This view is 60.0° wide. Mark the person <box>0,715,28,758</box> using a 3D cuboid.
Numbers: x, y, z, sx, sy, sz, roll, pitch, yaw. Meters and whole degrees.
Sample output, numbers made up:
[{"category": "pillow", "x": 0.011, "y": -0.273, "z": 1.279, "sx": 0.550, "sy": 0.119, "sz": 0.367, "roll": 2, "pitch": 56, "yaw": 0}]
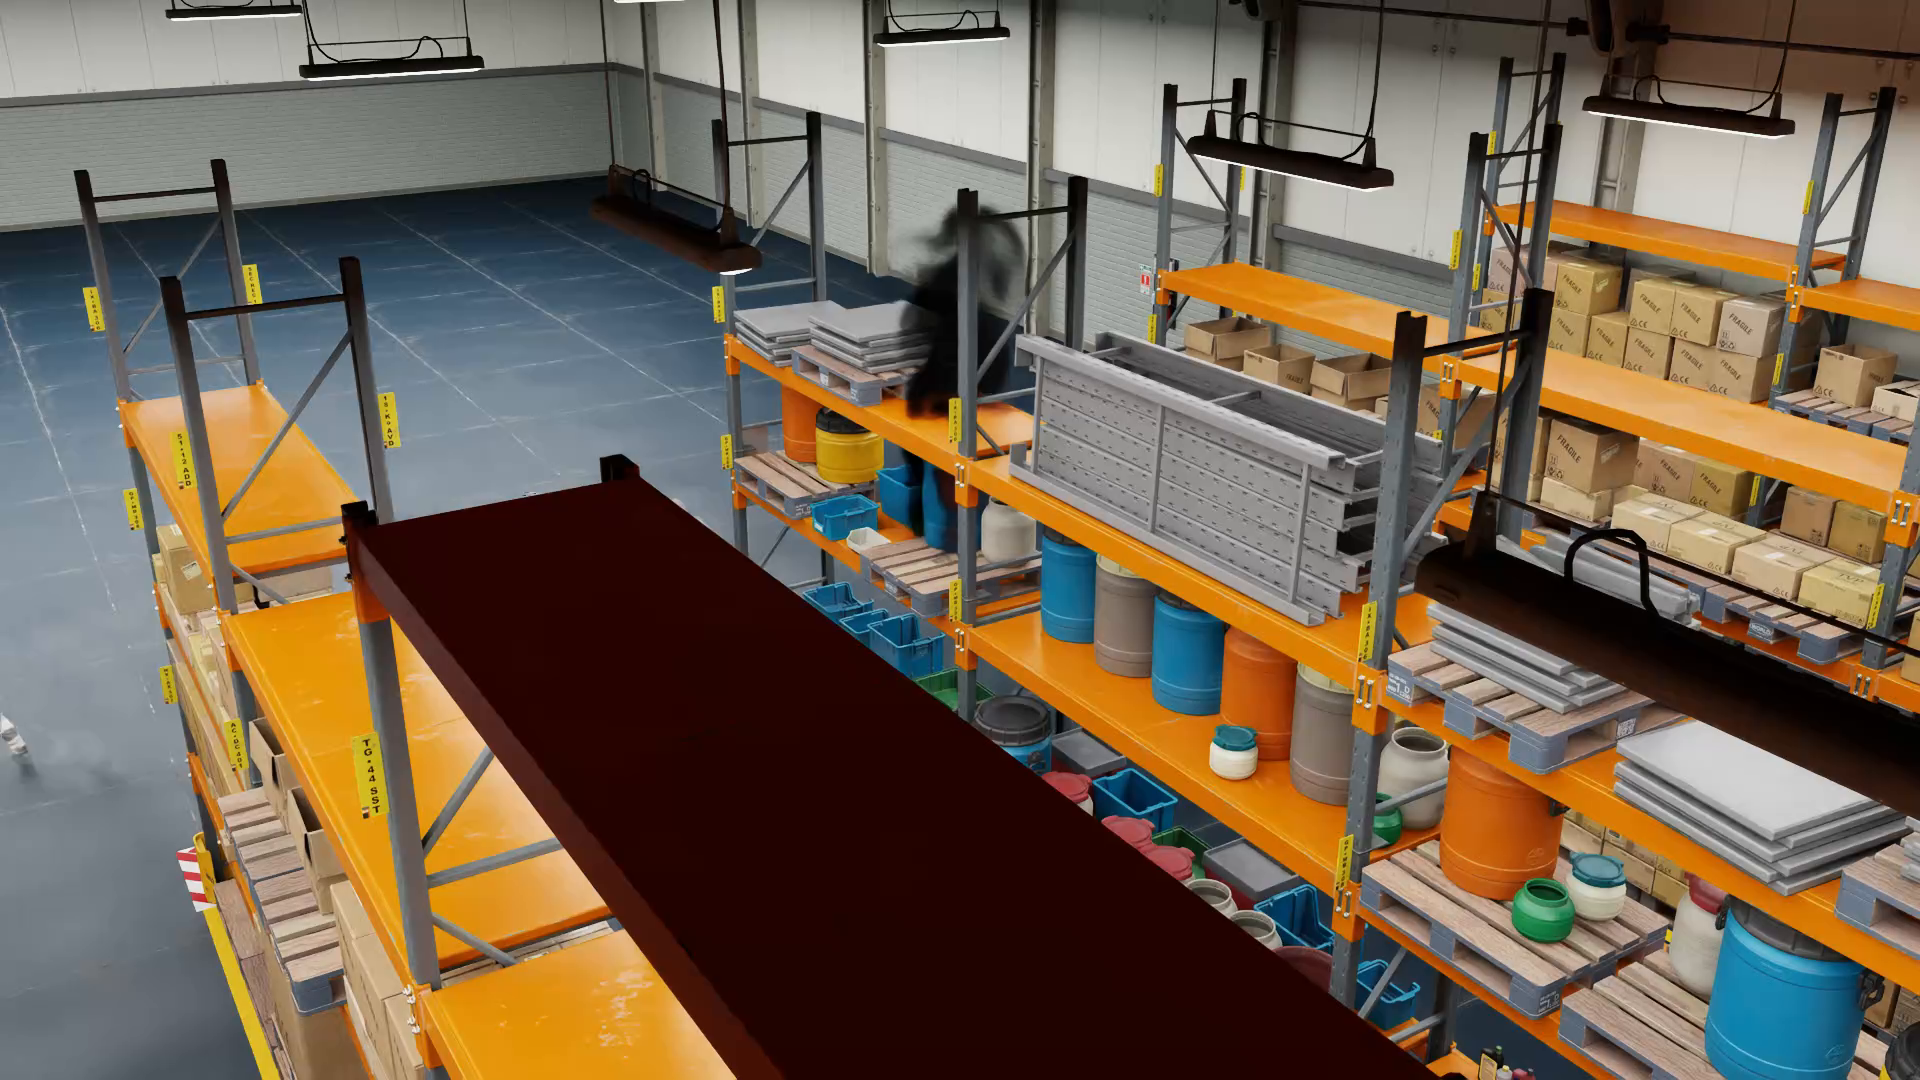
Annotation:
[{"category": "person", "x": -9.436, "y": 1.394, "z": 15.719, "sx": 1.037, "sy": 1.731, "sz": 0.705, "roll": 4, "pitch": 22, "yaw": 10}]

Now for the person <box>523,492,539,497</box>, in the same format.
[{"category": "person", "x": -4.348, "y": 0.309, "z": 18.443, "sx": 1.033, "sy": 1.731, "sz": 0.701, "roll": 3, "pitch": 22, "yaw": 7}]
